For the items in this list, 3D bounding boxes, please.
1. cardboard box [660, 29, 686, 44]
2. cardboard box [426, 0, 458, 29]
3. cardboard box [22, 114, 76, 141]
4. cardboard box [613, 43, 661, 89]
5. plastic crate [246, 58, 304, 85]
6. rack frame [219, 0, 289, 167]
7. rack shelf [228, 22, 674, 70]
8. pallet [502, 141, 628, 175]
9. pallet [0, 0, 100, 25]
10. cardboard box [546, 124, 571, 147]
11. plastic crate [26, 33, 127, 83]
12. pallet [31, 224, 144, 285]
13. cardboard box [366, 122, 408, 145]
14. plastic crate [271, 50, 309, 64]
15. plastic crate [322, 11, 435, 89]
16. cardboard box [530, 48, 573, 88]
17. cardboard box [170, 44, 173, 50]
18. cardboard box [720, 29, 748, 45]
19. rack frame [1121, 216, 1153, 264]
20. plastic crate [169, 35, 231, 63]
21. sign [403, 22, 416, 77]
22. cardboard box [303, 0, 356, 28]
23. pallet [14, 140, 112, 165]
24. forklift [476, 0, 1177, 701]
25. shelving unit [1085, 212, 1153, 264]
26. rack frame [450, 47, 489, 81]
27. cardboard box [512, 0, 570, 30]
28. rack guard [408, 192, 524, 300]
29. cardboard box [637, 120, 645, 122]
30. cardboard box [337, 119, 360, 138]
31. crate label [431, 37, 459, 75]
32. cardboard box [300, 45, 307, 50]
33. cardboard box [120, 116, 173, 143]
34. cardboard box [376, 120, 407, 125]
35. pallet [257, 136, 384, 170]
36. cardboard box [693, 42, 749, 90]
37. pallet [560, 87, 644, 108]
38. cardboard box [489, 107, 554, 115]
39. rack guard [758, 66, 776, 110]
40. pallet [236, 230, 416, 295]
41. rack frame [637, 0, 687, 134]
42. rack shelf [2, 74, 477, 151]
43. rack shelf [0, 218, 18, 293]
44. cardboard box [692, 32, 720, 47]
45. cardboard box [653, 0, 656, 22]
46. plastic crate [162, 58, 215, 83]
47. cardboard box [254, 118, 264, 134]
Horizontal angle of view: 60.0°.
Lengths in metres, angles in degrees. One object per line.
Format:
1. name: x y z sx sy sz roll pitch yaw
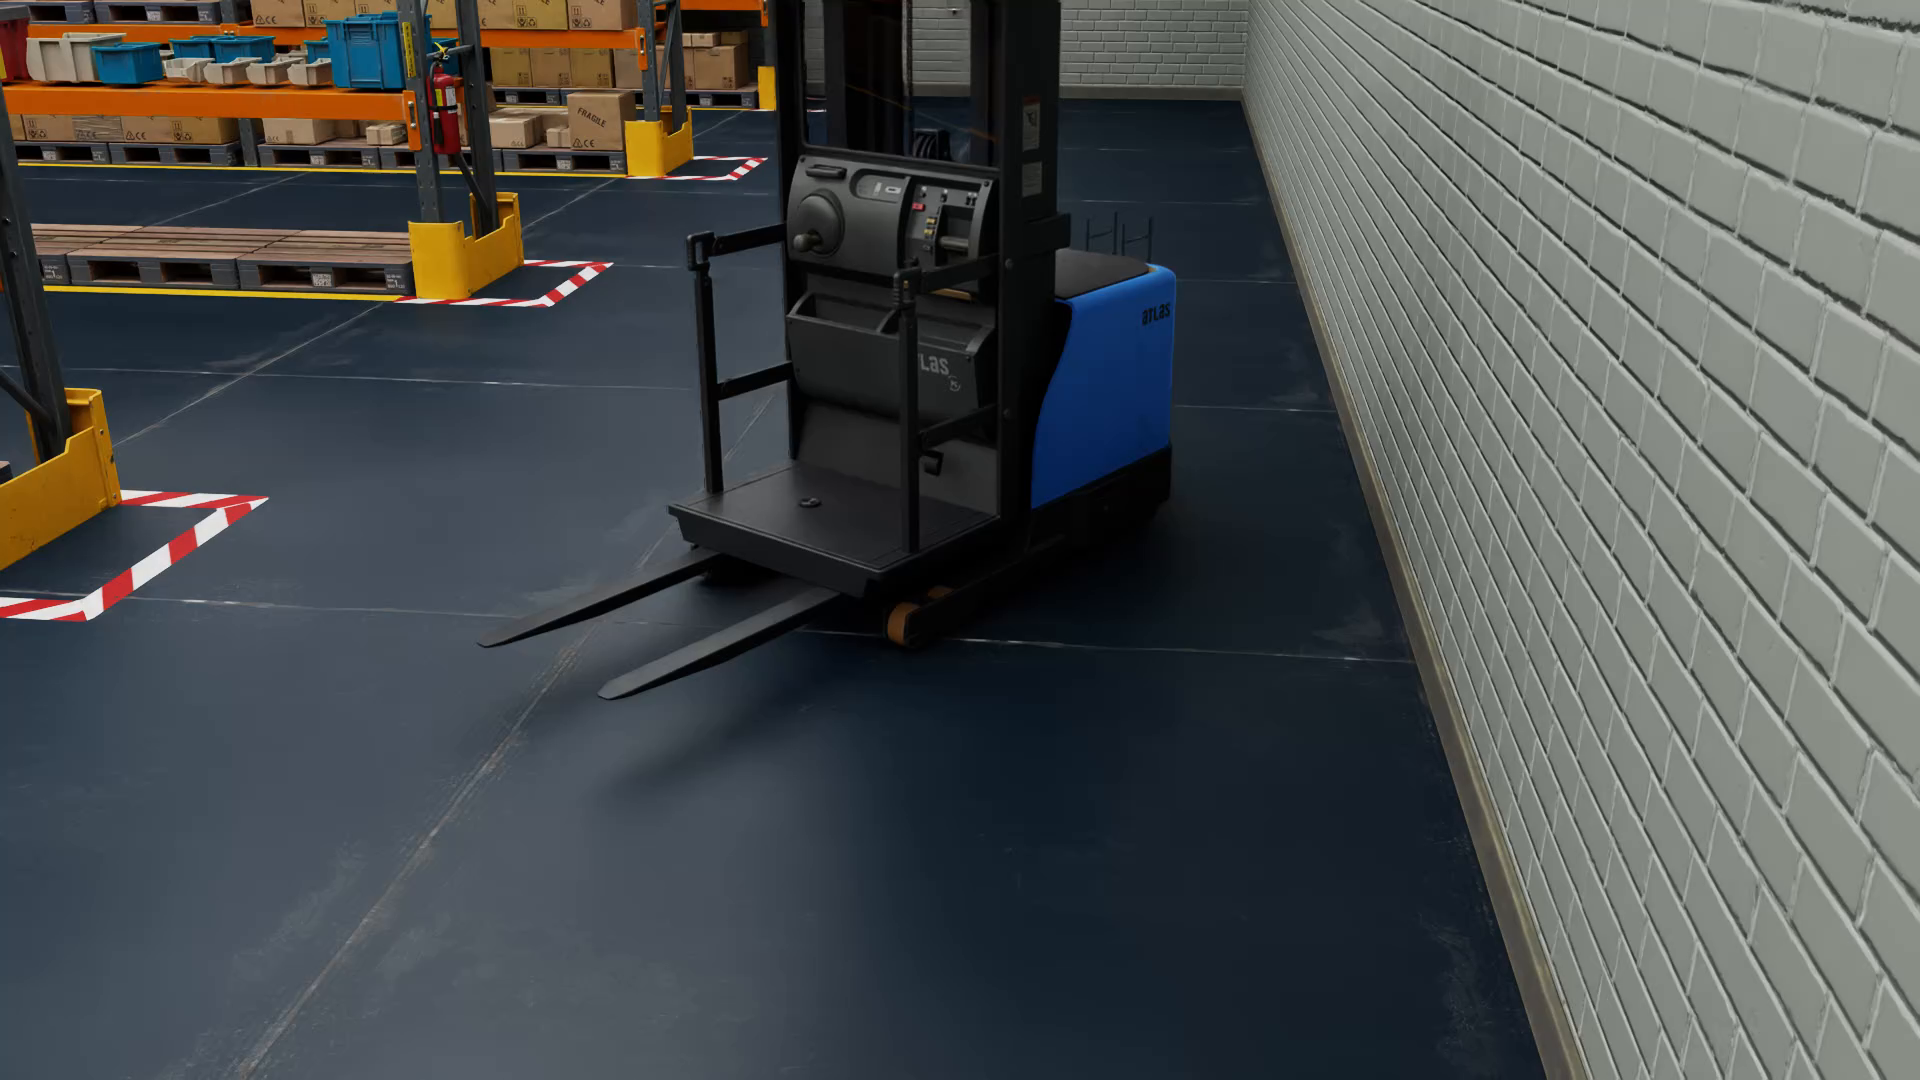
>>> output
1. cardboard box: -3.534 -6.233 20.571 0.250 0.149 0.380 3 22 7
2. cardboard box: -4.790 -5.028 15.443 0.500 0.500 0.500 2 22 6
3. cardboard box: -8.791 -4.195 16.272 0.500 0.500 0.500 2 22 4
4. cardboard box: -3.926 -5.874 20.546 0.500 0.500 0.700 2 22 5
5. plastic crate: -4.506 -3.079 10.926 0.243 0.136 0.396 2 22 6
6. rack frame: -6.774 -5.168 15.933 0.127 3.000 1.000 2 22 6
7. rack shelf: -4.788 -4.747 15.846 4.000 0.370 1.077 2 22 6
8. pallet: -3.669 -3.736 16.103 1.213 0.211 1.003 2 22 6
9. pallet: -8.815 -5.170 16.197 1.213 0.211 1.003 2 22 6
10. cardboard box: -3.763 -3.866 15.895 0.250 0.166 0.380 2 22 6
11. plastic crate: -5.866 -3.200 11.032 0.530 0.282 0.437 2 22 6
12. pallet: -6.626 -2.046 11.827 1.213 0.211 1.003 2 22 6
13. cardboard box: -5.523 -3.924 16.042 0.250 0.166 0.380 2 22 6
14. plastic crate: -4.578 -3.297 11.475 0.298 0.136 0.250 2 22 6
15. plastic crate: -3.743 -3.178 10.768 0.499 0.435 0.616 2 22 6
16. cardboard box: -4.966 -5.917 20.656 0.500 0.500 0.700 2 22 6
17. cardboard box: -9.452 -6.266 21.062 0.750 0.750 0.750 2 22 6
18. cardboard box: -2.782 -6.200 20.489 0.250 0.149 0.380 3 22 7
19. rack frame: 0.763 -0.817 7.372 0.006 1.200 0.240 16 27 35
20. plastic crate: -5.201 -3.338 11.449 0.300 0.233 0.416 2 22 6
21. sign: -3.437 -3.061 10.381 0.005 0.325 0.100 2 22 6
22. cardboard box: -5.791 -5.072 15.554 0.500 0.500 0.500 3 22 7
23. pallet: -8.801 -3.945 16.631 1.213 0.211 1.003 2 22 6
24. forklift: -0.397 -1.179 5.935 1.130 2.935 3.031 16 27 35
25. shelving unit: 0.691 -0.838 7.425 0.189 1.200 0.258 16 27 35
26. rack frame: -6.195 -6.977 20.508 0.127 3.000 1.000 2 22 6
27. cardboard box: -3.794 -4.983 15.328 0.500 0.500 0.500 3 22 7
28. rack guard: -3.363 -2.028 11.390 0.348 0.500 1.175 2 22 6
29. cardboard box: -3.177 -4.018 16.302 0.250 0.149 0.380 2 22 6
30. cardboard box: -6.175 -4.289 16.511 0.500 0.500 0.500 2 22 6
31. crate label: -3.595 -3.268 11.272 0.303 0.233 0.416 2 22 6
32. cardboard box: -7.739 -6.191 20.872 0.750 0.750 0.750 3 22 8
33. cardboard box: -7.788 -4.152 16.163 0.500 0.500 0.500 3 22 6
34. cardboard box: -5.430 -4.169 16.464 0.500 0.311 0.500 2 22 6
35. pallet: -6.092 -3.841 16.370 1.213 0.211 1.003 2 22 6
36. cardboard box: -2.930 -5.831 20.437 0.500 0.500 0.700 2 22 6
37. pallet: -4.234 -5.567 20.734 1.213 0.211 1.003 2 22 6
38. cardboard box: -4.302 -4.092 16.351 0.500 0.250 0.500 2 22 6
39. rack guard: -2.199 -5.641 20.527 0.348 0.500 1.175 2 22 6
40. pallet: -4.203 -1.940 11.560 1.213 0.211 1.003 2 22 6
41. rack frame: -2.802 -4.995 15.495 0.127 3.000 1.000 2 22 6
42. rack shelf: -5.375 -2.939 11.272 4.000 0.370 1.077 2 22 6
43. rack shelf: -5.958 -1.131 6.698 4.000 0.370 1.077 2 22 6
44. cardboard box: -3.079 -6.071 20.163 0.250 0.149 0.380 2 22 6
45. cardboard box: -3.212 -5.157 15.769 0.500 0.500 0.500 3 22 7
46. plastic crate: -5.082 -3.088 10.949 0.250 0.136 0.298 2 22 6
47. cardboard box: -7.226 -4.320 16.590 0.500 0.500 0.500 2 22 4
